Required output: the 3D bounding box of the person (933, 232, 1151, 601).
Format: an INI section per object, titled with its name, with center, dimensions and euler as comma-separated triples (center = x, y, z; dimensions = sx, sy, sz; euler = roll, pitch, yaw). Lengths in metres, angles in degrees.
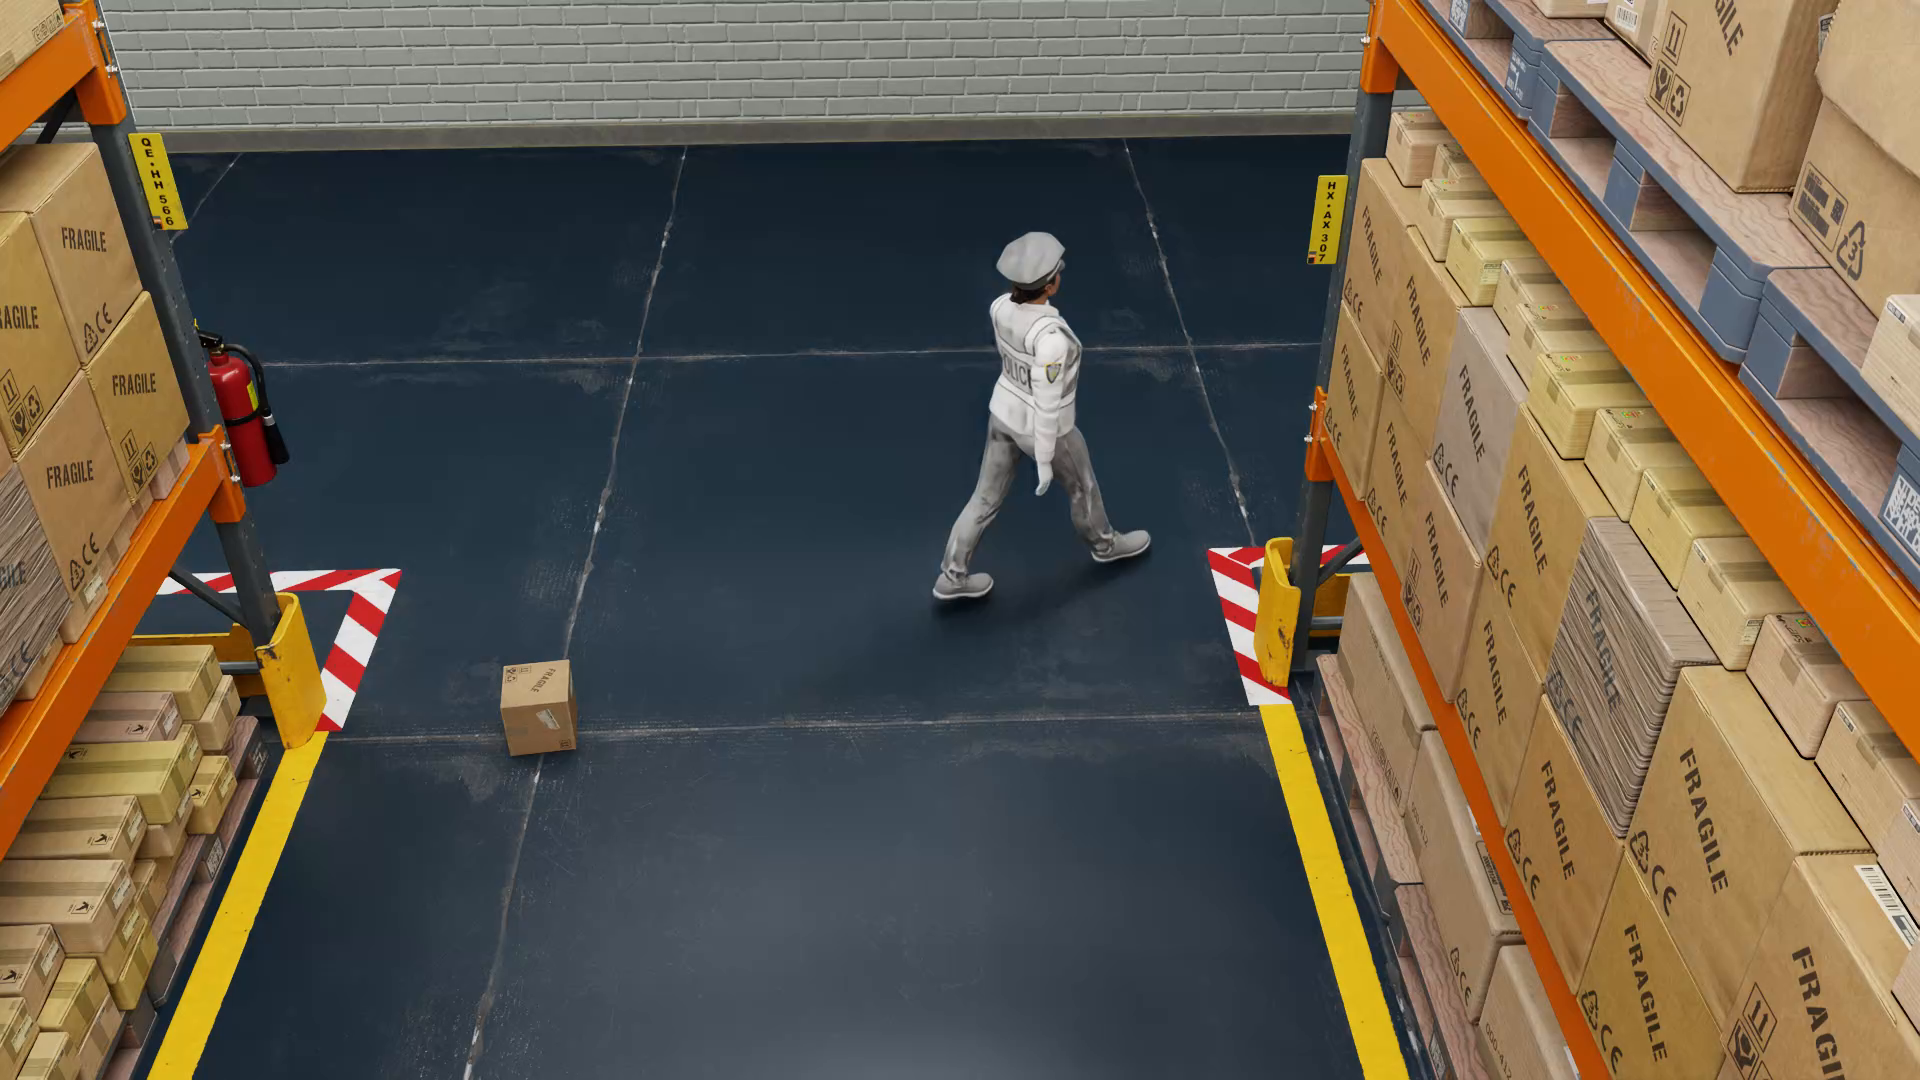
[person]
center = 0.346, -0.528, 6.844
dimensions = 1.029, 1.619, 0.513
euler = -25, 42, -31
